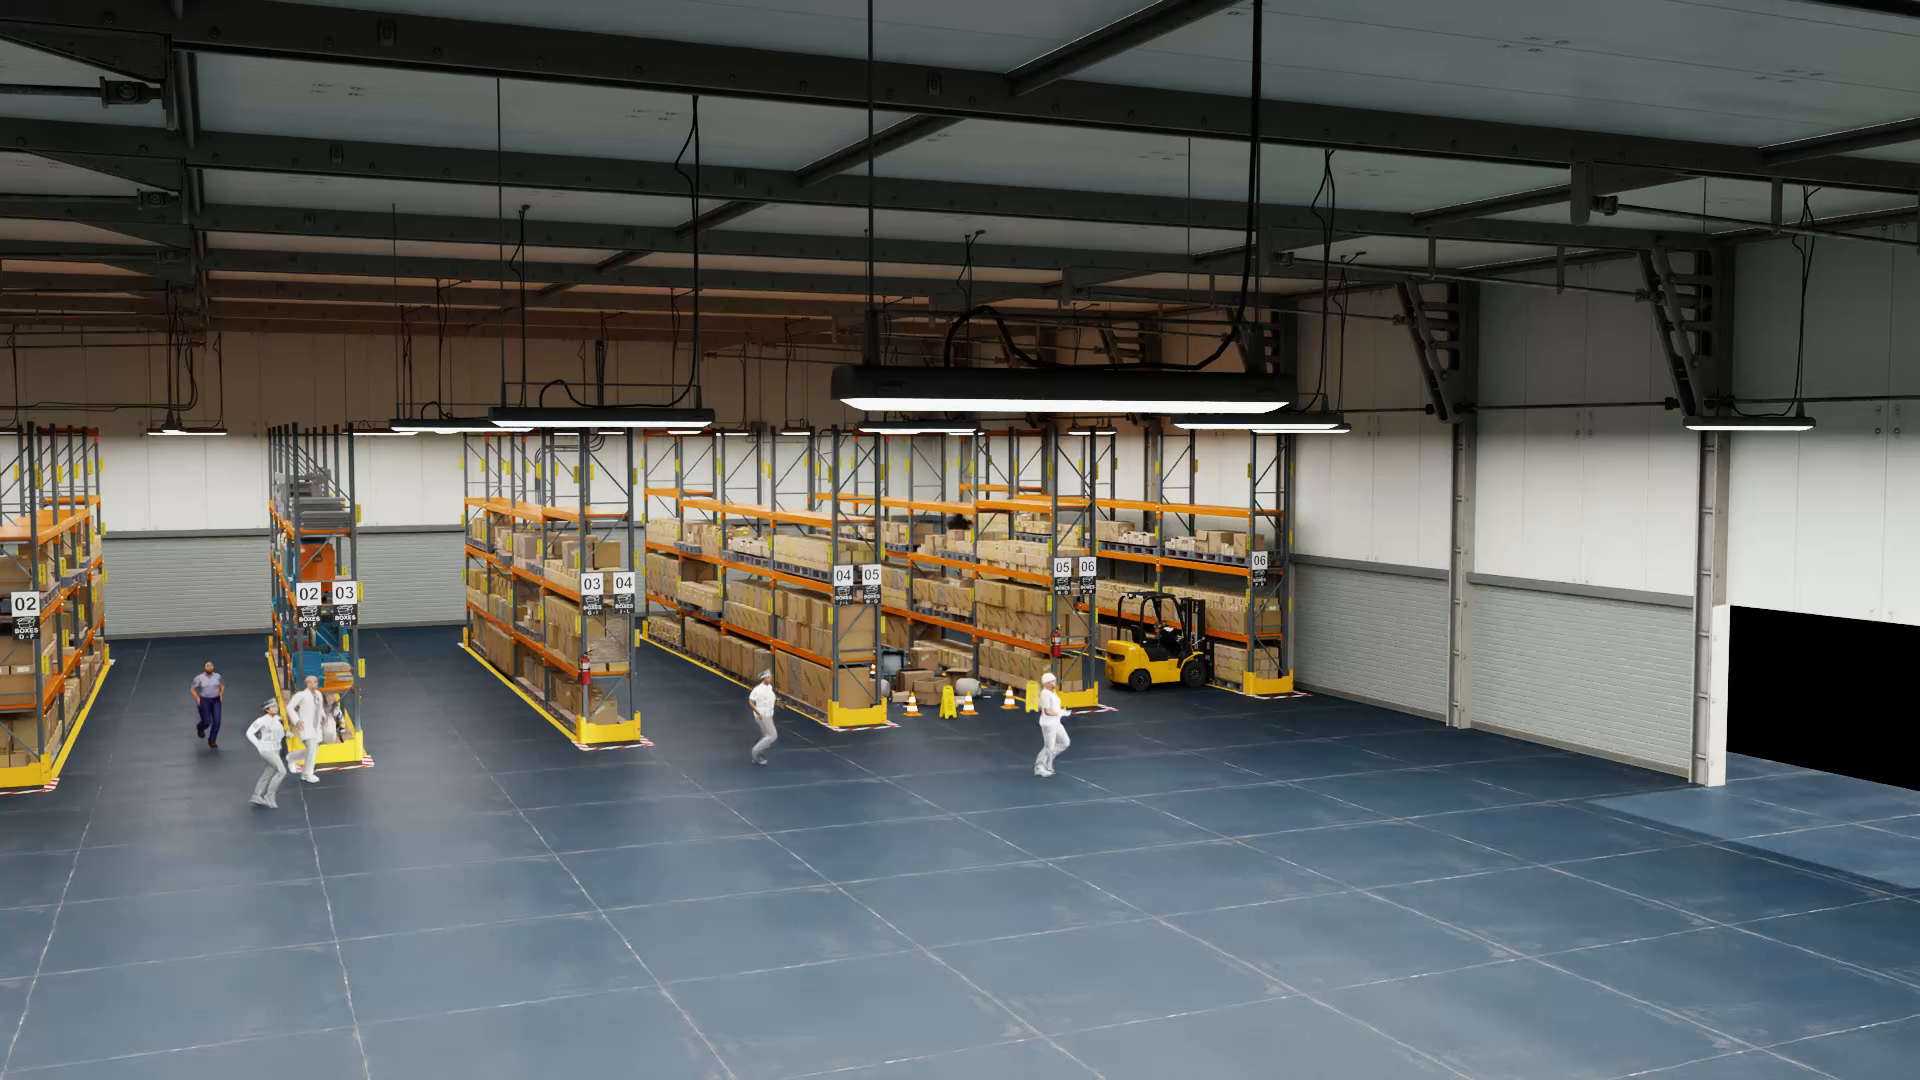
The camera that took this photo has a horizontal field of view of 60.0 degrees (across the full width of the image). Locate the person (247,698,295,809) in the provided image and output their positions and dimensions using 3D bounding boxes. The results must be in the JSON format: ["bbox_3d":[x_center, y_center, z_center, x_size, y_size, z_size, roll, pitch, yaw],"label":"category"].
[{"bbox_3d":[-10.694,3.312,25.861,0.685,1.730,0.581,0,4,6],"label":"person"}]

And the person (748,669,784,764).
[{"bbox_3d":[-3.384,3.098,29.241,0.582,1.667,0.560,1,4,16],"label":"person"}]

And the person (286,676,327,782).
[{"bbox_3d":[-10.997,3.161,28.024,0.807,1.735,0.755,1,4,21],"label":"person"}]

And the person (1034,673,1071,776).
[{"bbox_3d":[1.577,3.112,28.118,0.643,1.741,0.665,1,4,19],"label":"person"}]

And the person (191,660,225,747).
[{"bbox_3d":[-13.980,3.040,30.954,0.609,1.606,0.584,-3,5,-41],"label":"person"}]
